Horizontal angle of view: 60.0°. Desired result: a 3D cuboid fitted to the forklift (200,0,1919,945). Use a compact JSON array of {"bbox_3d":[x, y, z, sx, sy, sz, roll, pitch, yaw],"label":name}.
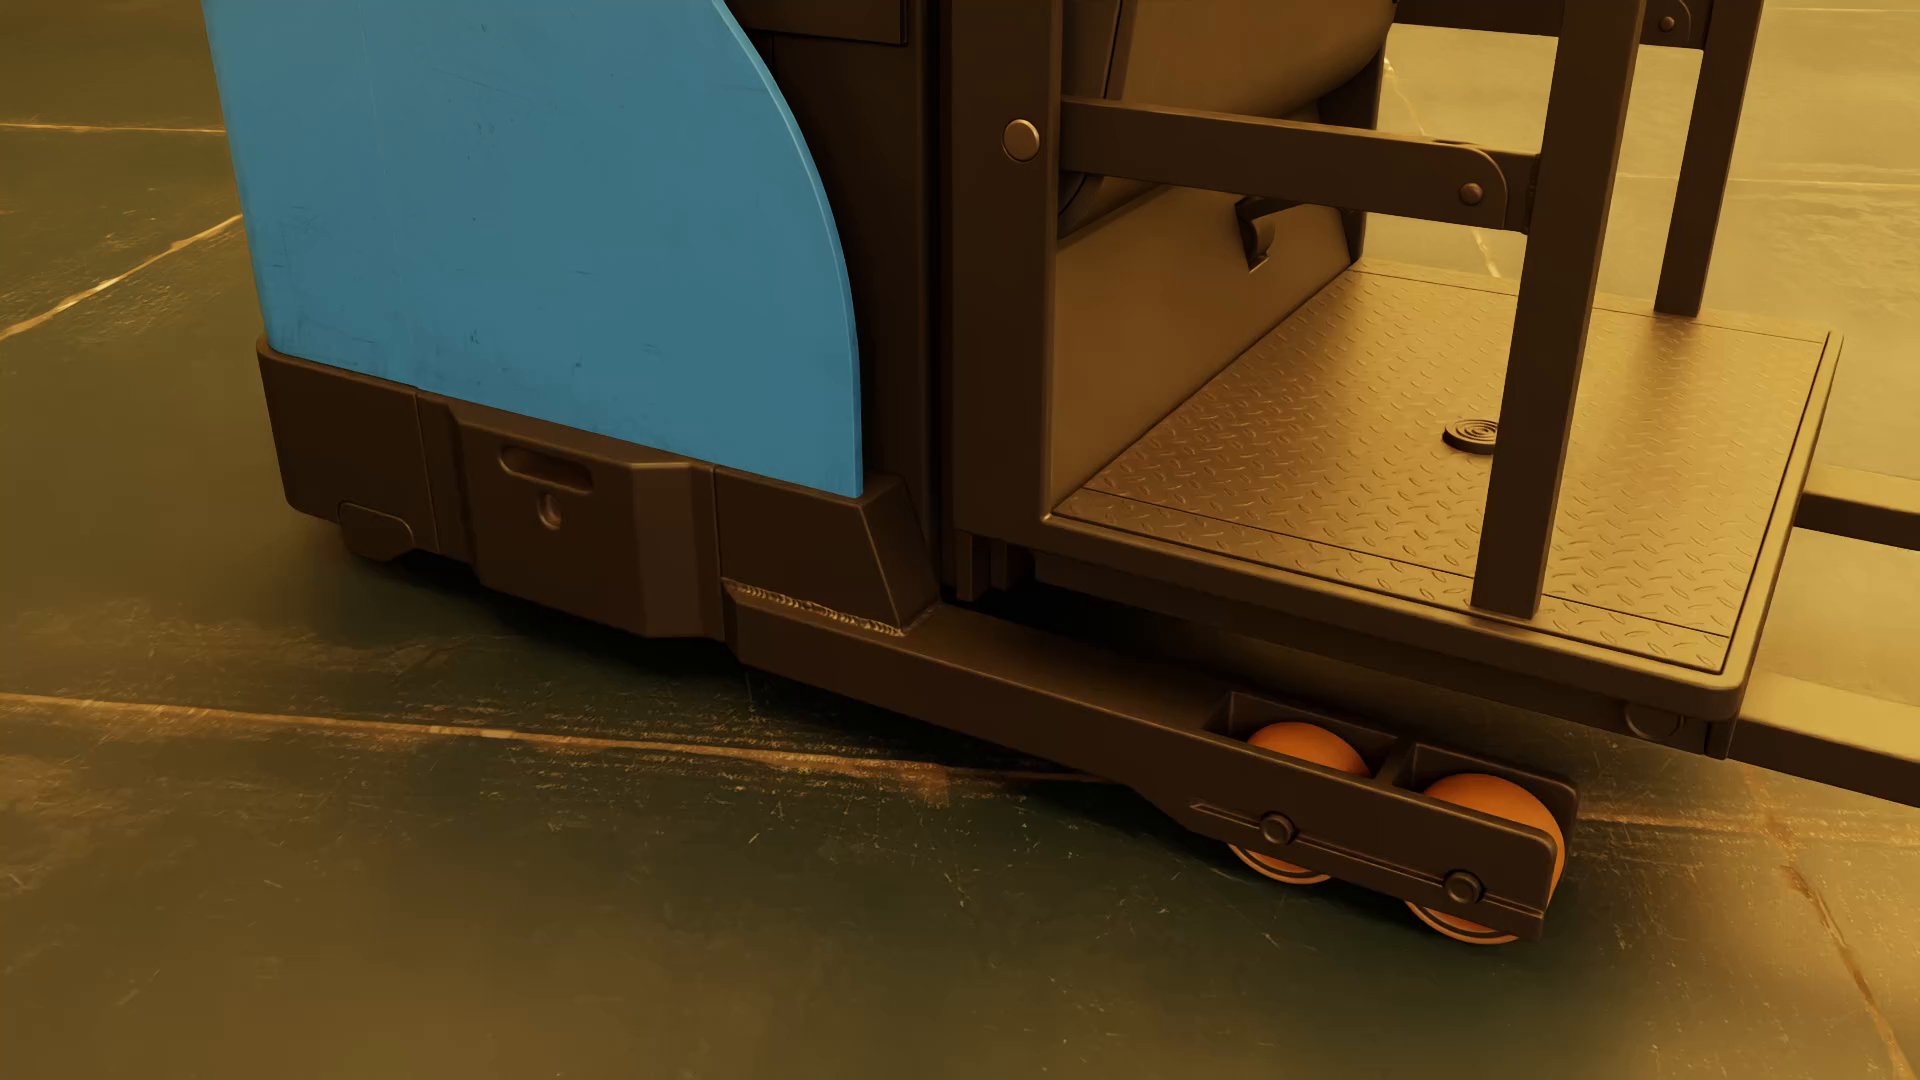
[{"bbox_3d":[0.529,-1.176,1.574,3.031,2.935,1.130,14,30,26],"label":"forklift"}]
